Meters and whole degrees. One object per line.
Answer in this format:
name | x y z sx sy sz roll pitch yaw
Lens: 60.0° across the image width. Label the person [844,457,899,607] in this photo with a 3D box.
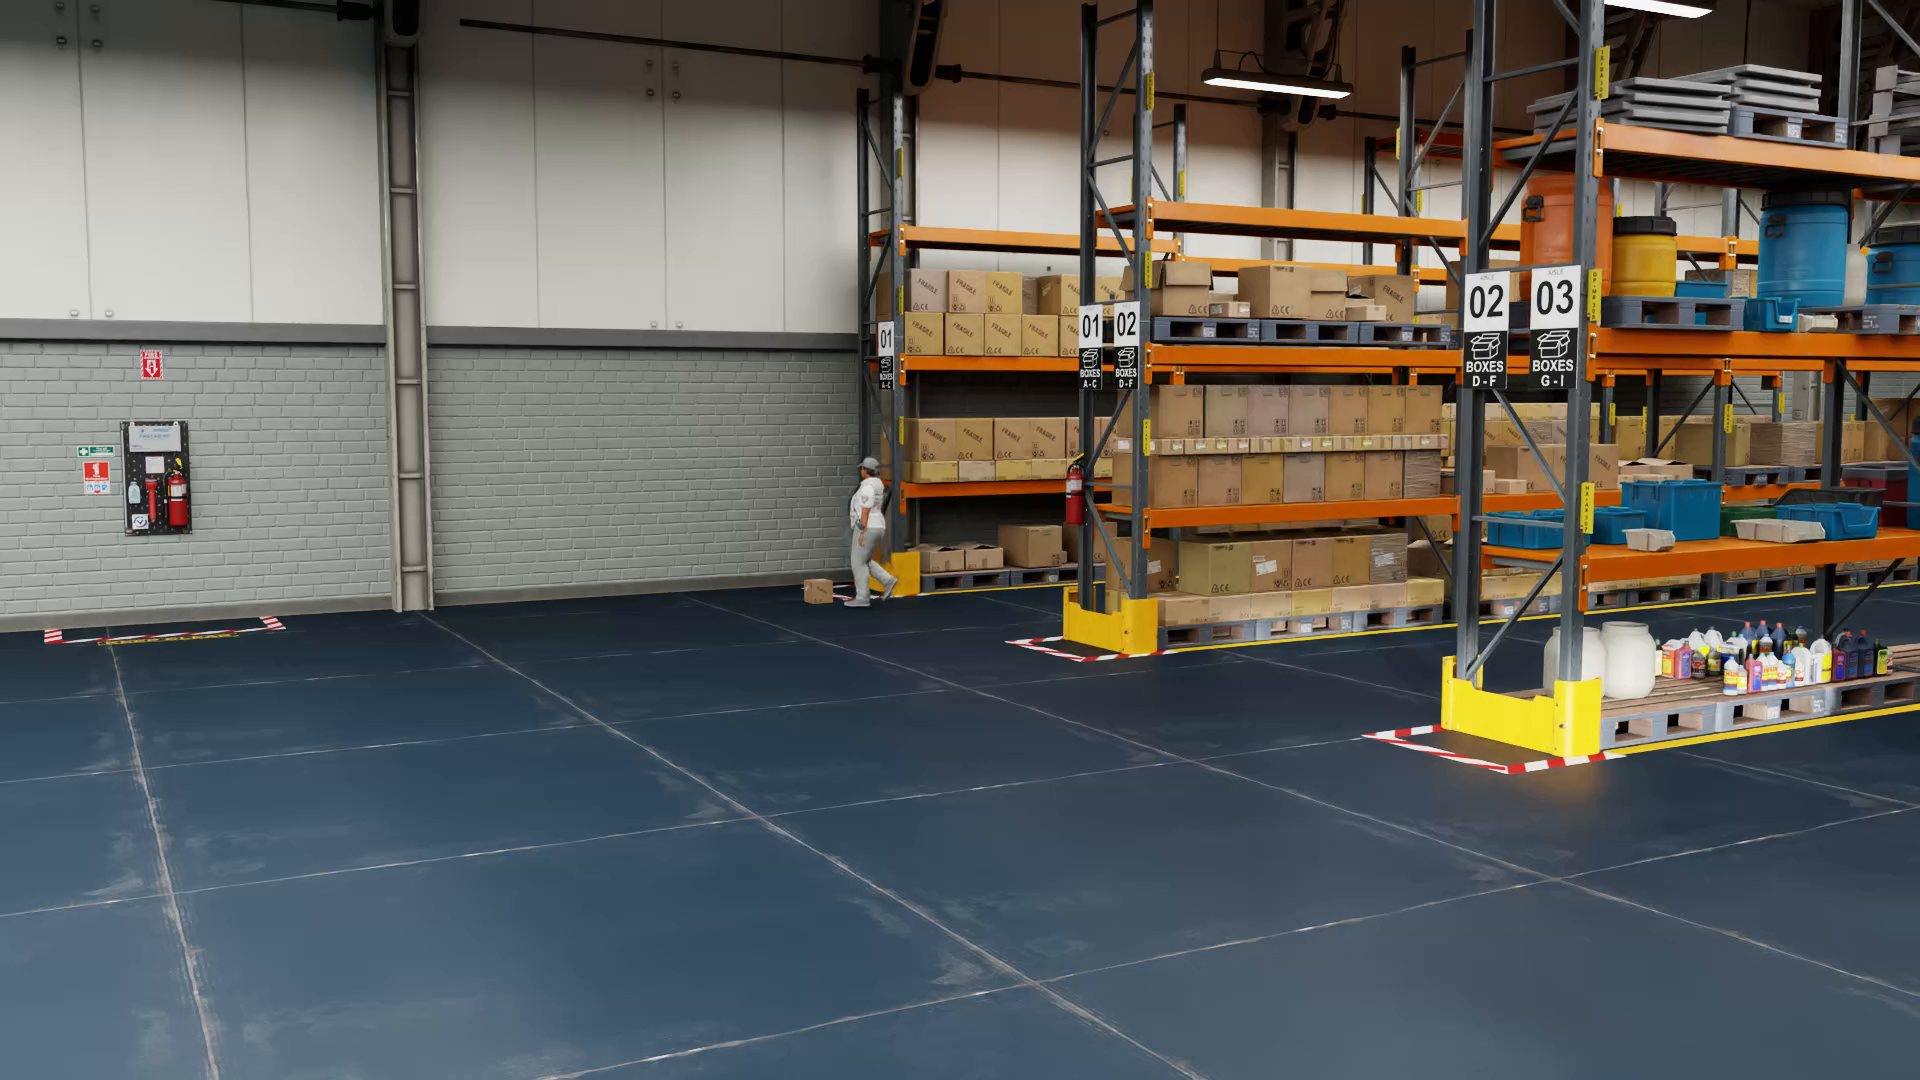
person | -0.990 -0.091 18.366 0.574 1.648 0.492 1 5 12
